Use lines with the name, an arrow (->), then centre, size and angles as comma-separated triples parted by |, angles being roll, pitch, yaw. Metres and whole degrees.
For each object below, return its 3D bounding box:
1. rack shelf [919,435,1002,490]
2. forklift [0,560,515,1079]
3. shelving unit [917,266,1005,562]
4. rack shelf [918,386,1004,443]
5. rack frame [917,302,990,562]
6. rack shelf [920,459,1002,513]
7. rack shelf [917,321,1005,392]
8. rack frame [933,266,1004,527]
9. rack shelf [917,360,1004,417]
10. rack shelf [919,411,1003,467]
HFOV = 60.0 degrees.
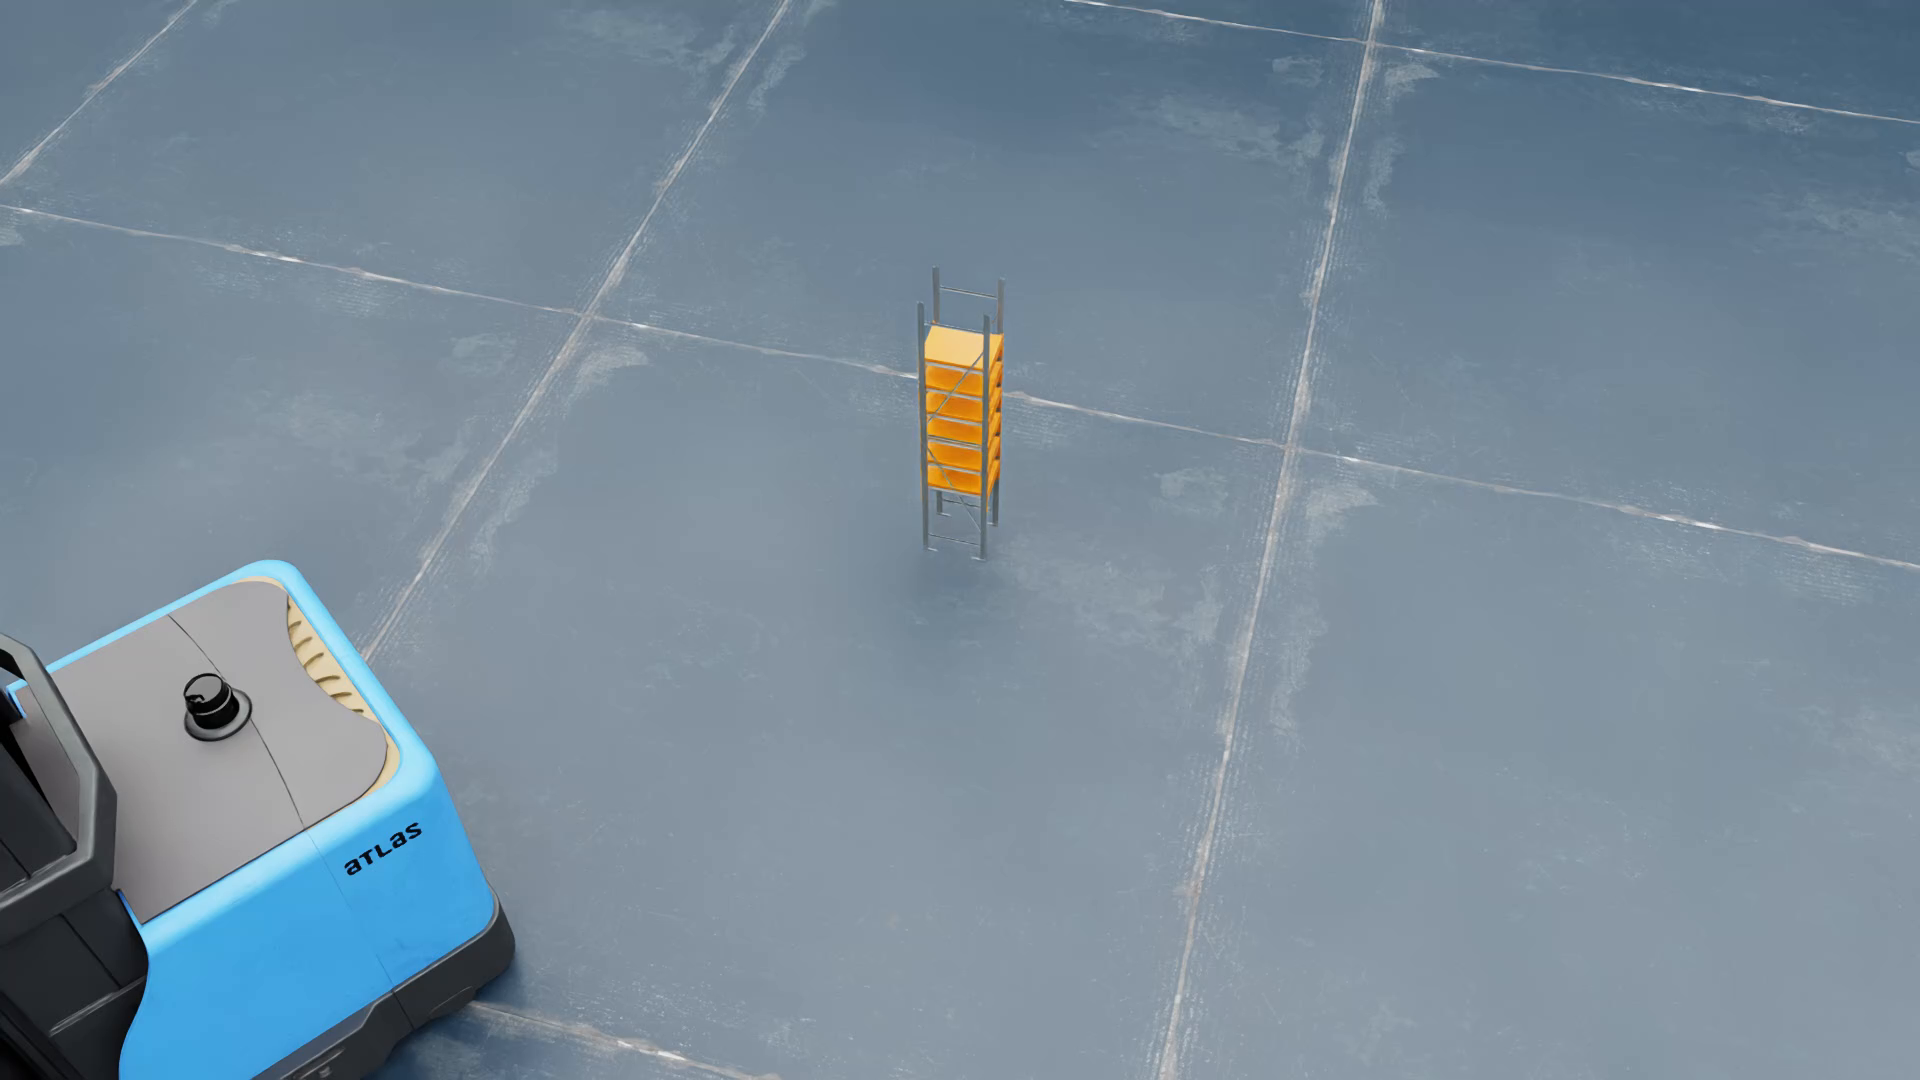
rack shelf -> 0.004, -0.299, 5.933 | 0.258, 0.103, 0.180 | 12, 50, 10
forklift -> -2.814, 0.750, 3.633 | 3.031, 2.935, 1.130 | -31, 56, -25
shelving unit -> 0.004, -0.407, 5.809 | 0.258, 1.200, 0.189 | 12, 50, 10
rack shelf -> 0.004, -0.458, 5.753 | 0.258, 0.103, 0.180 | 12, 50, 10
rack frame -> -0.020, -0.341, 5.751 | 0.240, 1.200, 0.006 | 12, 50, 10
rack shelf -> 0.004, -0.219, 6.023 | 0.258, 0.103, 0.180 | 12, 50, 10
rack shelf -> 0.004, -0.616, 5.573 | 0.258, 0.103, 0.180 | 12, 50, 10
rack frame -> 0.028, -0.474, 5.868 | 0.240, 1.200, 0.006 | 12, 50, 10
rack shelf -> 0.004, -0.537, 5.663 | 0.258, 0.103, 0.180 | 12, 50, 10
rack shelf -> 0.004, -0.378, 5.843 | 0.258, 0.103, 0.180 | 12, 50, 10
